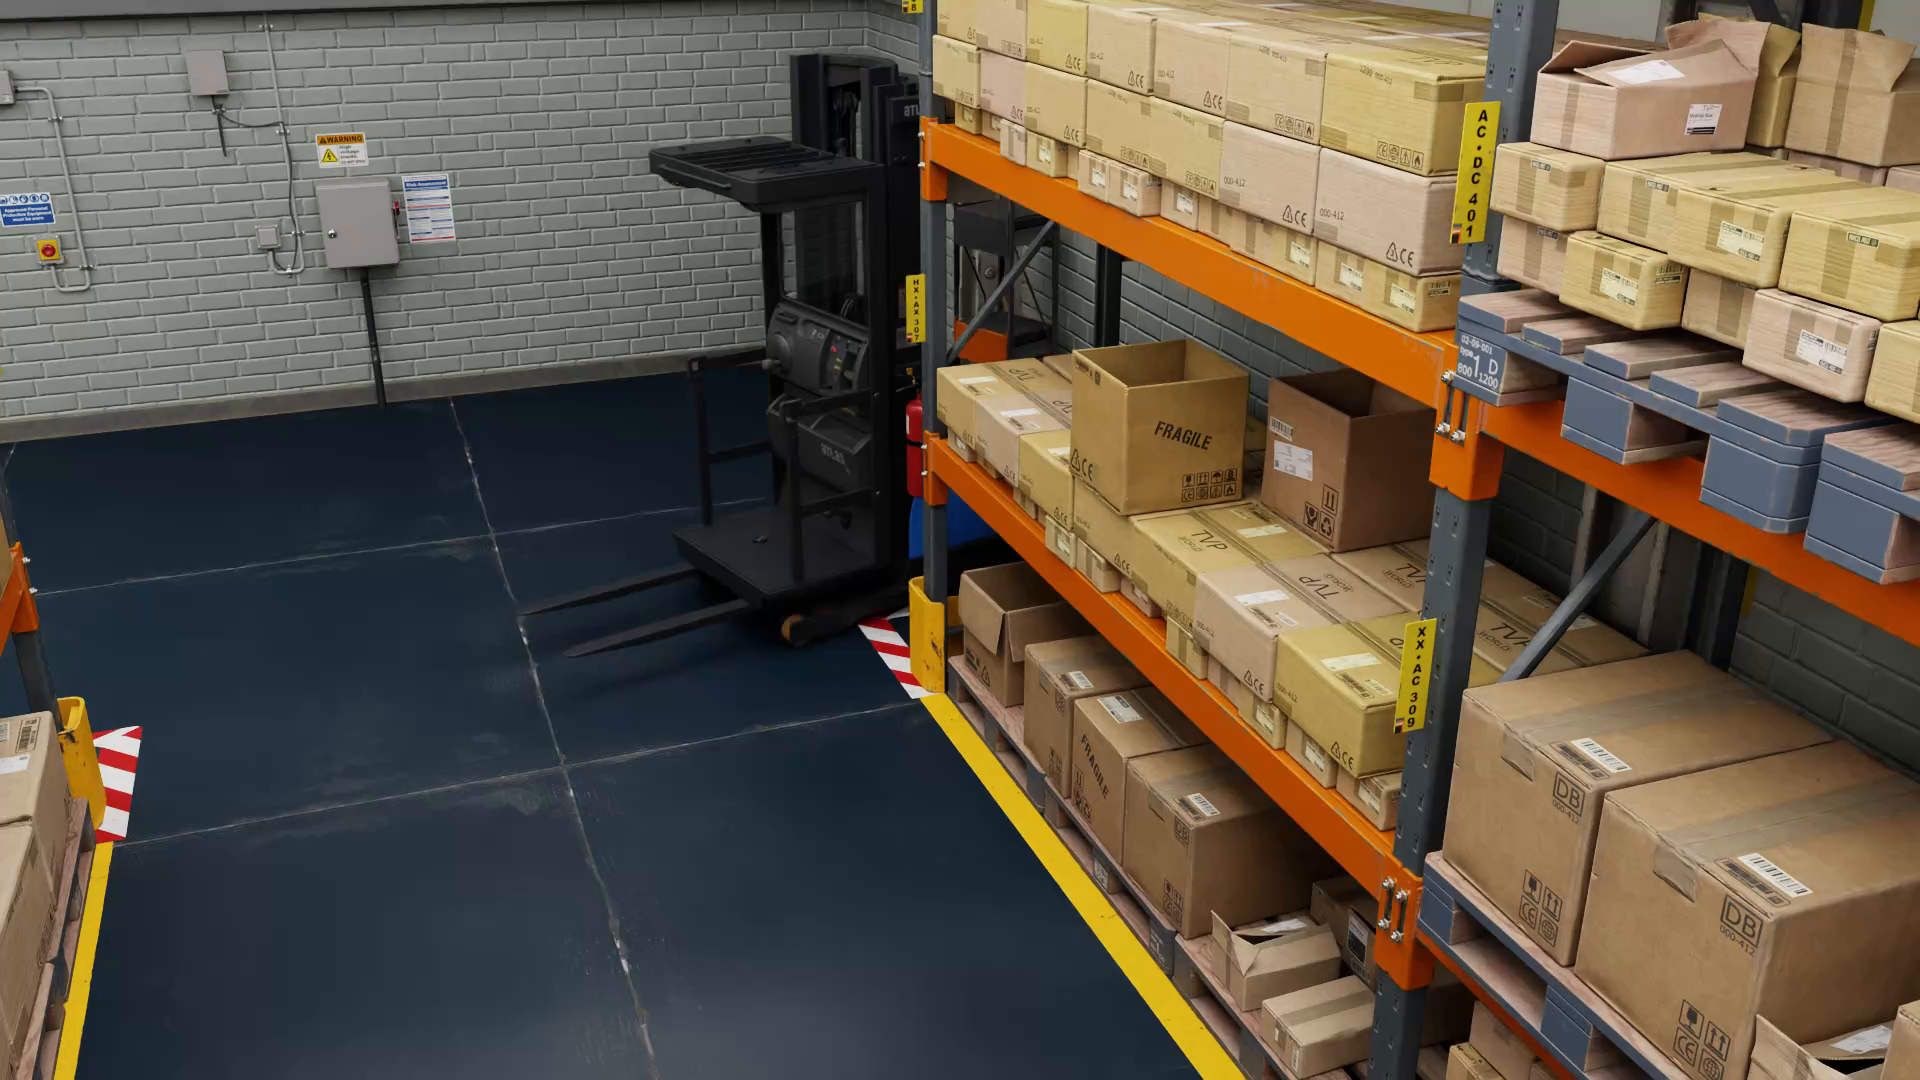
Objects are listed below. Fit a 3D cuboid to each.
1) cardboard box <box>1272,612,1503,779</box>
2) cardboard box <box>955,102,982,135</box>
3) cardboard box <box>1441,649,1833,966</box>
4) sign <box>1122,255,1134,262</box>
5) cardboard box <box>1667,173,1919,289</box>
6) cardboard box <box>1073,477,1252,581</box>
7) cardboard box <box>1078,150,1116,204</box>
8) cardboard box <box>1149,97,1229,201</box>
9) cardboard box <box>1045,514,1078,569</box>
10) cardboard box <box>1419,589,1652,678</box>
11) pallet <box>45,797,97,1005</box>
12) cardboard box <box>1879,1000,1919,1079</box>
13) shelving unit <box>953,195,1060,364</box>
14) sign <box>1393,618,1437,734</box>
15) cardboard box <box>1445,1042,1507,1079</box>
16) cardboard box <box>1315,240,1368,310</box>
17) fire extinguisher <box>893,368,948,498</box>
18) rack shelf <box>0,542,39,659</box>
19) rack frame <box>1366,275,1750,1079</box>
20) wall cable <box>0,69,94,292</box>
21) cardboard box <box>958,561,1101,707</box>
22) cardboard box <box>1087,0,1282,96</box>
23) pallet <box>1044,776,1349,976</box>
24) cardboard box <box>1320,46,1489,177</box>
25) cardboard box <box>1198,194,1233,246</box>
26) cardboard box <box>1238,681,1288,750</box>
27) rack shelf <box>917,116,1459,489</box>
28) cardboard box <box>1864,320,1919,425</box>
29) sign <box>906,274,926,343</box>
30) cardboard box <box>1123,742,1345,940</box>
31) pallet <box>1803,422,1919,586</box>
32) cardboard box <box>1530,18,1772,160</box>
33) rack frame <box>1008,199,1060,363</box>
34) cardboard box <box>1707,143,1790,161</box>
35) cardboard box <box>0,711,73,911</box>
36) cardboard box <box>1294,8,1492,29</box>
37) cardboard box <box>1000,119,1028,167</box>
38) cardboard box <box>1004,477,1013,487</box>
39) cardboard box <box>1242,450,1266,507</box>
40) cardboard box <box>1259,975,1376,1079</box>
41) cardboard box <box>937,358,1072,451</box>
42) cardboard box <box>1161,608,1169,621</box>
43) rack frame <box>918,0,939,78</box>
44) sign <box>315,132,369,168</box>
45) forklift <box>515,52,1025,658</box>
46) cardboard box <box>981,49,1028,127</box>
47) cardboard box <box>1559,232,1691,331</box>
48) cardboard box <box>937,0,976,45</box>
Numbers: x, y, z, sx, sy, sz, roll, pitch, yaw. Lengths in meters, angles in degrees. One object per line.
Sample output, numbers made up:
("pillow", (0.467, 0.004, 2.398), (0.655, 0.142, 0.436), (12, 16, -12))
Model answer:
("cardboard box", (1.307, 0.465, 5.096), (0.500, 0.250, 0.500), (-8, 24, -18))
("cardboard box", (0.197, -1.888, 7.329), (0.380, 0.149, 0.250), (-8, 24, -18))
("cardboard box", (1.677, 0.651, 4.174), (0.700, 0.500, 0.500), (-8, 24, -18))
("sign", (0.828, -1.517, 8.090), (0.100, 0.325, 0.005), (-8, 24, -19))
("cardboard box", (1.621, -0.605, 3.233), (0.380, 0.149, 0.250), (-9, 24, -20))
("cardboard box", (0.771, -0.086, 6.401), (0.500, 0.250, 0.500), (-9, 24, -20))
("cardboard box", (0.648, -1.318, 5.976), (0.380, 0.149, 0.250), (-8, 24, -19))
("cardboard box", (0.947, -1.282, 5.378), (0.500, 0.250, 0.500), (-8, 24, -18))
("cardboard box", (0.570, -0.022, 6.762), (0.380, 0.149, 0.250), (-9, 24, -20))
("cardboard box", (1.793, 0.399, 5.251), (0.500, 0.250, 0.500), (-9, 24, -20))
("pallet", (-3.984, 1.478, 6.472), (1.003, 0.211, 1.213), (-8, 24, -19))
("cardboard box", (2.137, 1.124, 3.051), (0.700, 0.500, 0.500), (-8, 24, -19))
("shelving unit", (0.276, -1.129, 10.225), (0.431, 2.100, 0.503), (-19, 29, -37))
("sign", (1.210, 0.362, 4.413), (0.100, 0.325, 0.005), (-8, 24, -19))
("cardboard box", (1.593, 1.510, 4.647), (0.380, 0.149, 0.250), (-7, 24, -16))
("cardboard box", (1.228, -0.762, 4.657), (0.380, 0.149, 0.250), (-8, 24, -19))
("fire extinguisher", (-0.182, -0.552, 8.277), (0.296, 0.674, 0.183), (-8, 24, -19))
("rack shelf", (-3.634, 0.971, 5.010), (1.077, 0.370, 4.000), (-8, 24, -19))
("rack frame", (1.715, 0.684, 4.765), (1.000, 3.000, 0.127), (-8, 24, -19))
("wall cable", (-6.354, -2.615, 11.244), (0.585, 1.953, 0.123), (-8, 24, -19))
("cardboard box", (0.430, 0.423, 8.058), (0.797, 0.503, 0.637), (-9, 25, -21))
("cardboard box", (0.766, -1.702, 5.731), (0.500, 0.250, 0.500), (-8, 24, -18))
("pallet", (1.039, 1.276, 6.952), (1.003, 0.211, 1.213), (-8, 24, -19))
("cardboard box", (1.312, -1.147, 4.413), (0.500, 0.250, 0.500), (-8, 24, -19))
("cardboard box", (0.992, -1.052, 5.344), (0.380, 0.149, 0.250), (-8, 24, -17))
("cardboard box", (1.140, 0.536, 5.440), (0.380, 0.149, 0.250), (-8, 24, -18))
("rack shelf", (1.009, -1.093, 6.046), (1.077, 0.370, 4.000), (-8, 24, -19))
("cardboard box", (1.812, -0.288, 2.863), (0.380, 0.149, 0.250), (-9, 24, -20))
("sign", (-0.205, -1.094, 7.868), (0.100, 0.325, 0.005), (-8, 24, -19))
("cardboard box", (1.062, 1.117, 6.414), (0.700, 0.500, 0.500), (-9, 25, -21))
("pallet", (2.249, 0.011, 2.741), (1.213, 0.211, 1.003), (-8, 24, -19))
("cardboard box", (1.495, -0.993, 3.618), (0.396, 0.266, 0.258), (-9, 24, -20))
("rack frame", (0.437, -1.058, 10.056), (0.400, 2.100, 0.015), (-19, 29, -37))
("cardboard box", (1.930, -0.866, 3.852), (0.380, 0.149, 0.250), (-9, 24, -20))
("cardboard box", (-4.013, 1.126, 6.474), (0.875, 0.438, 0.875), (-9, 25, -21))
("cardboard box", (1.429, -1.586, 5.455), (0.500, 0.250, 0.500), (-9, 24, -20))
("cardboard box", (0.381, -1.596, 6.636), (0.380, 0.149, 0.250), (-8, 24, -18))
("cardboard box", (0.420, -0.320, 7.470), (0.380, 0.149, 0.250), (-9, 24, -20))
("cardboard box", (1.249, -0.148, 6.550), (0.500, 0.250, 0.500), (-8, 24, -19))
("cardboard box", (1.244, 1.642, 5.622), (0.380, 0.149, 0.250), (-9, 25, -21))
("cardboard box", (0.210, -0.635, 7.706), (0.500, 0.250, 0.500), (-8, 24, -19))
("cardboard box", (0.969, 0.239, 6.145), (0.380, 0.149, 0.250), (-8, 24, -18))
("rack frame", (0.302, -3.534, 7.048), (1.000, 3.000, 0.127), (-8, 24, -19))
("sign", (-4.462, -2.816, 12.006), (0.339, 0.242, 0.001), (-8, 24, -19))
("forklift", (-0.942, -1.016, 8.886), (3.031, 2.935, 1.130), (-16, 28, -33))
("cardboard box", (0.402, -1.839, 6.699), (0.500, 0.250, 0.500), (-8, 24, -18))
("cardboard box", (1.508, -0.560, 3.509), (0.380, 0.149, 0.250), (-8, 24, -18))
("cardboard box", (0.224, -2.254, 7.041), (0.500, 0.250, 0.500), (-9, 24, -20))
